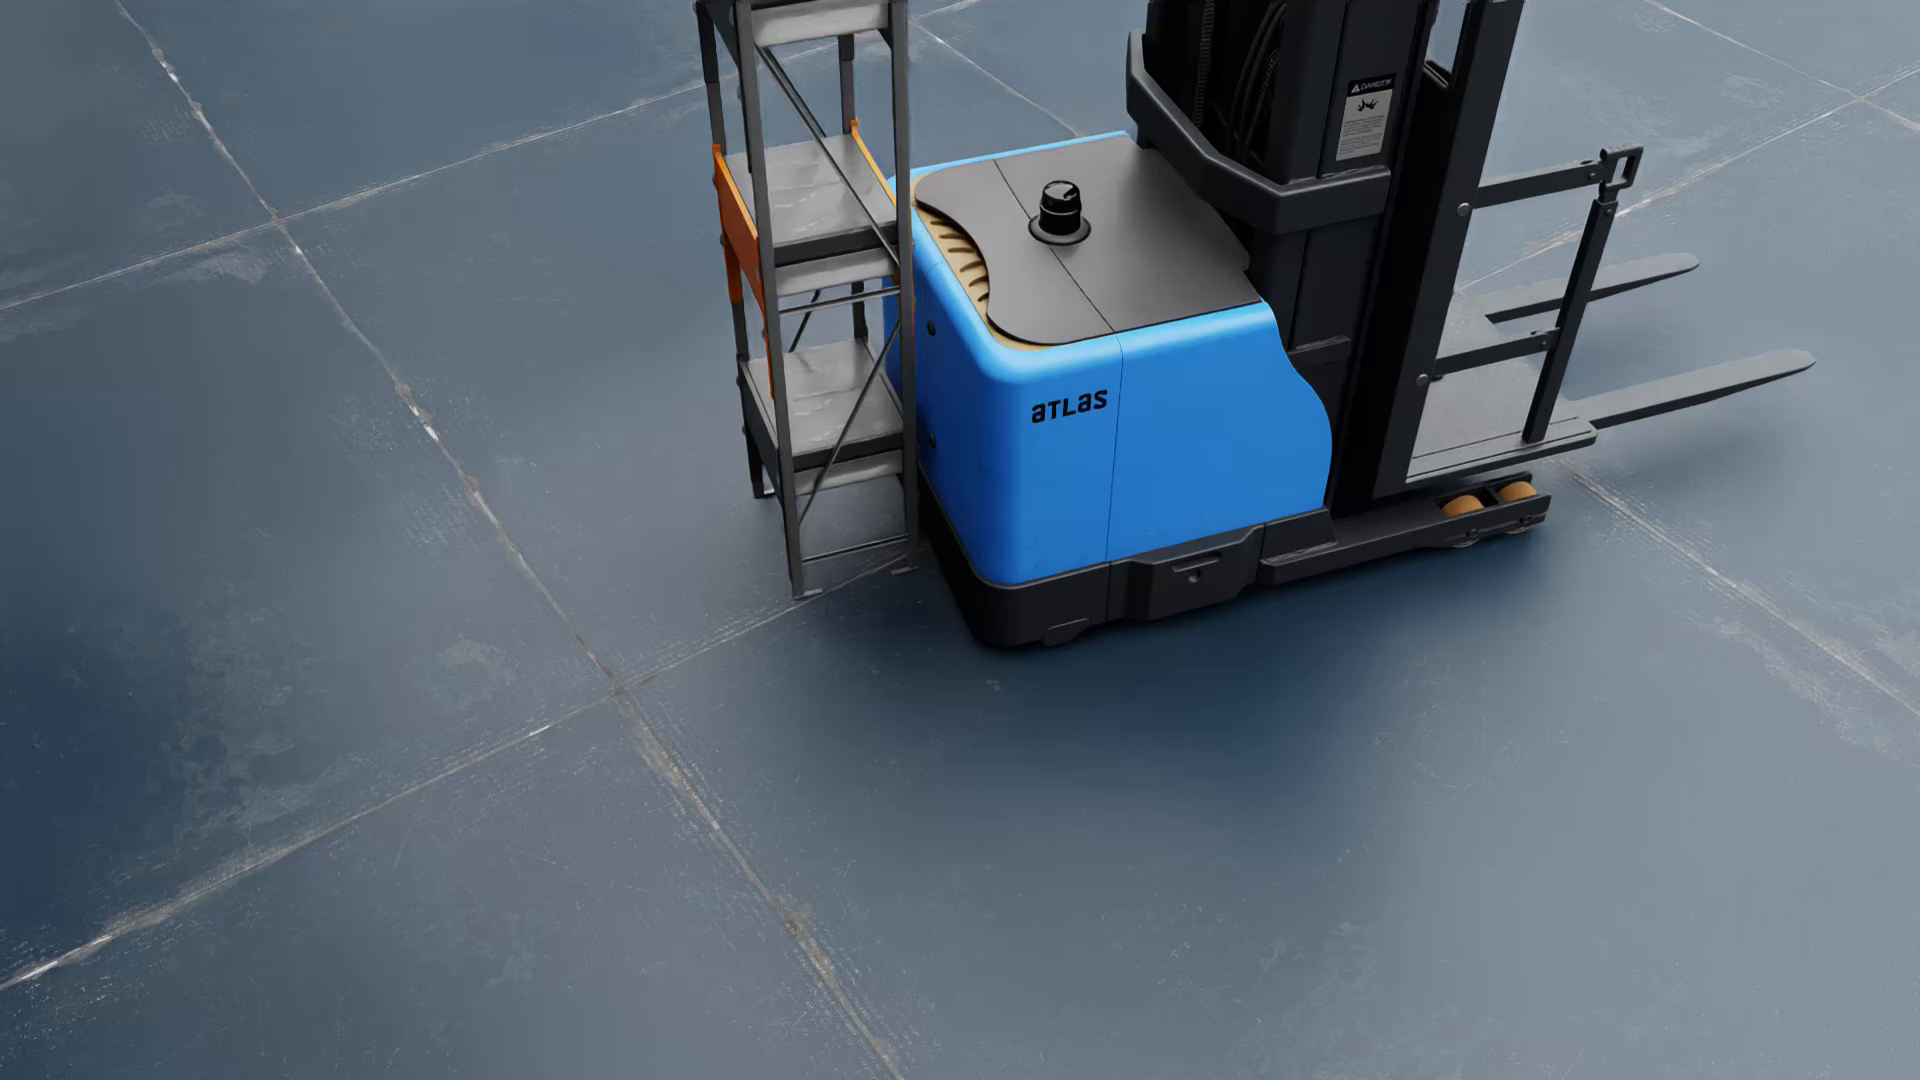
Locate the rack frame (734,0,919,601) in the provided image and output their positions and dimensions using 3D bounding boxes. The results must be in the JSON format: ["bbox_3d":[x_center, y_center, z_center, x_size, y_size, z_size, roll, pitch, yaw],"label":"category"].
[{"bbox_3d":[-0.317,-0.625,4.384,0.400,2.100,0.015,-14,45,-14],"label":"rack frame"}]

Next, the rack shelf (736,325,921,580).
[{"bbox_3d":[-0.398,-0.268,5.043,0.431,0.518,0.480,-14,45,-14],"label":"rack shelf"}]

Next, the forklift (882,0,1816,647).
[{"bbox_3d":[1.325,-1.367,4.560,3.031,2.935,1.130,-14,45,-14],"label":"forklift"}]

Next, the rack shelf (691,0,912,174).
[{"bbox_3d":[-0.398,-1.280,4.077,0.431,0.518,0.480,-14,45,-14],"label":"rack shelf"}]

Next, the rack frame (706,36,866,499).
[{"bbox_3d":[-0.479,-0.943,4.717,0.400,2.100,0.015,-14,45,-14],"label":"rack frame"}]

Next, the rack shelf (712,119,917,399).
[{"bbox_3d":[-0.398,-0.774,4.560,0.431,0.518,0.480,-14,45,-14],"label":"rack shelf"}]

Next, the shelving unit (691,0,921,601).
[{"bbox_3d":[-0.398,-0.784,4.551,0.431,2.100,0.503,-14,45,-14],"label":"shelving unit"}]
